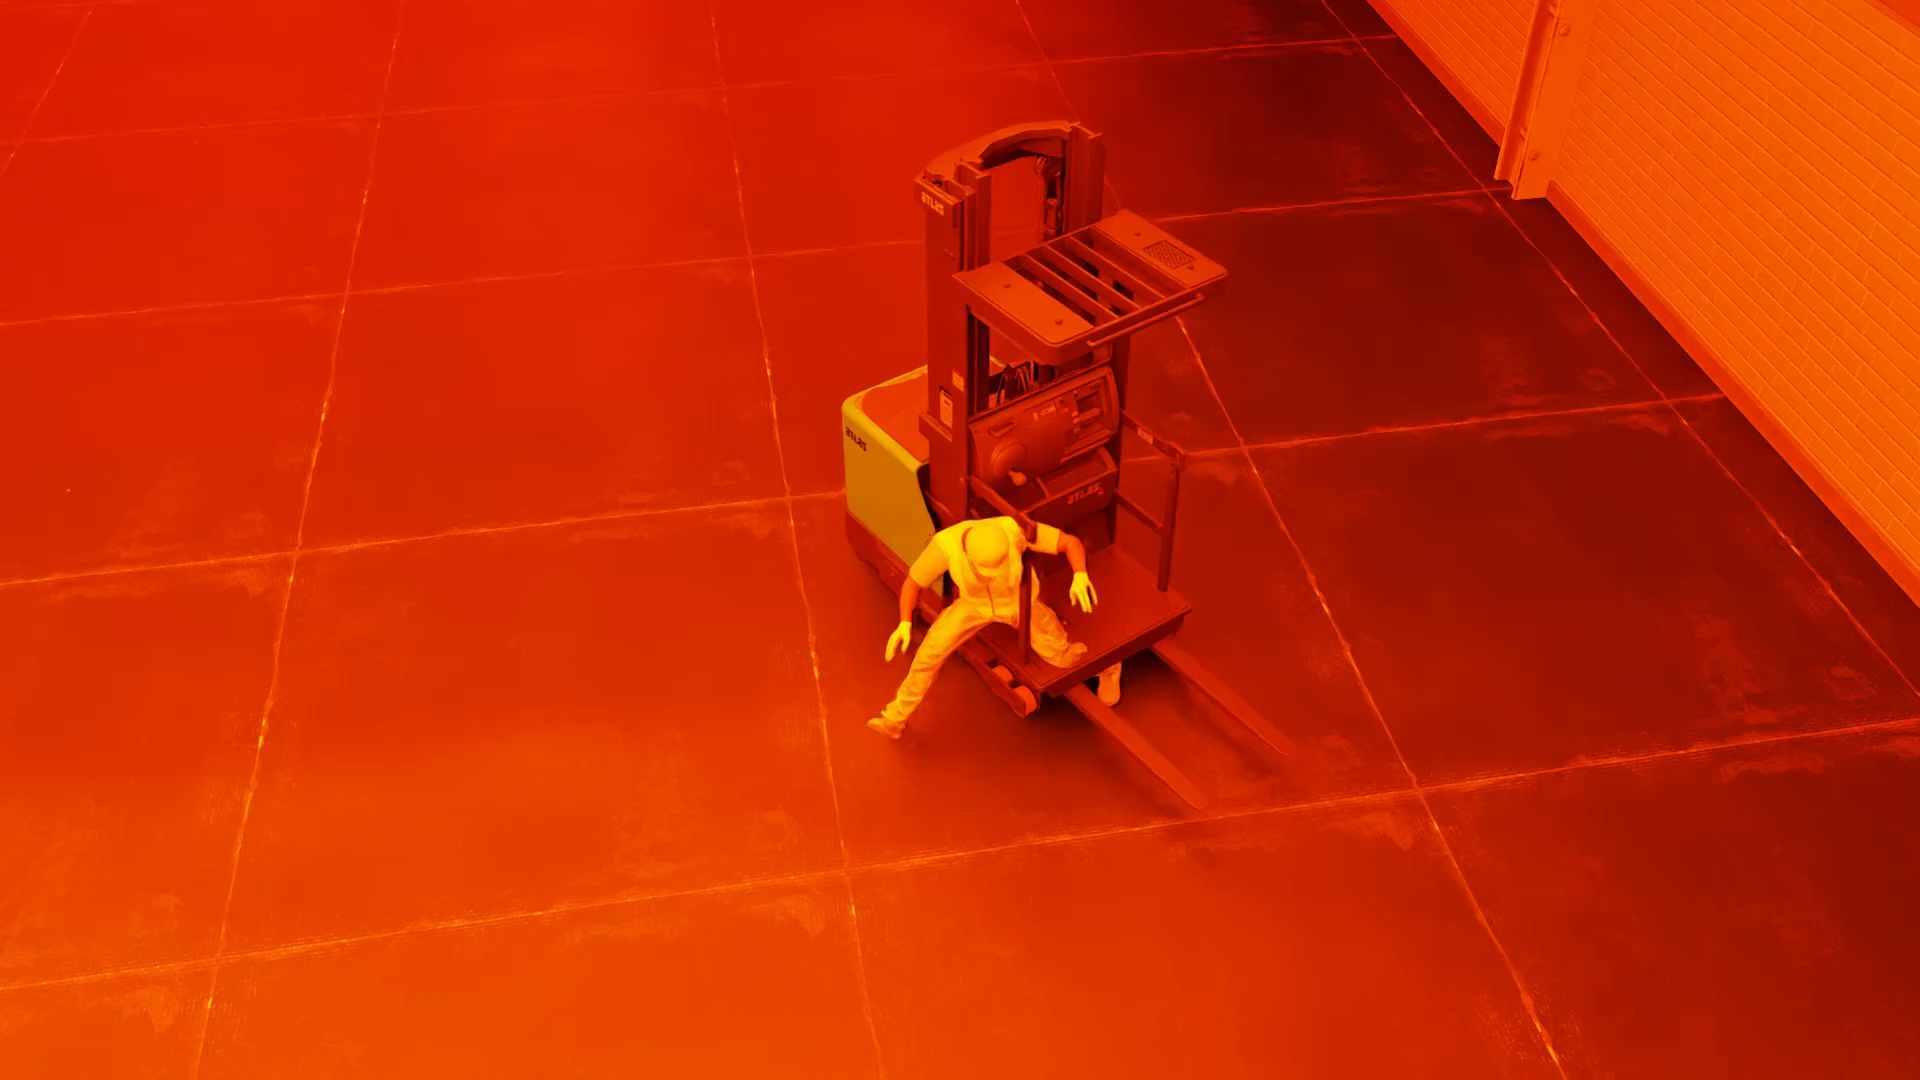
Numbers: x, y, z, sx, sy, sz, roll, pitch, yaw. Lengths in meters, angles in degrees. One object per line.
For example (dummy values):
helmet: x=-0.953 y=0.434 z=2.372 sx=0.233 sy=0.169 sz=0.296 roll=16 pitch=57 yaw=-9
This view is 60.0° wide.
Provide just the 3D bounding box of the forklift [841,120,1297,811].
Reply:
forklift: x=0.579 y=-0.516 z=8.564 sx=1.130 sy=2.935 sz=3.031 roll=-25 pitch=46 yaw=-27

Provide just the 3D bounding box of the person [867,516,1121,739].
person: x=0.211 y=0.409 z=8.620 sx=1.276 sy=1.412 sz=0.886 roll=7 pitch=41 yaw=9
